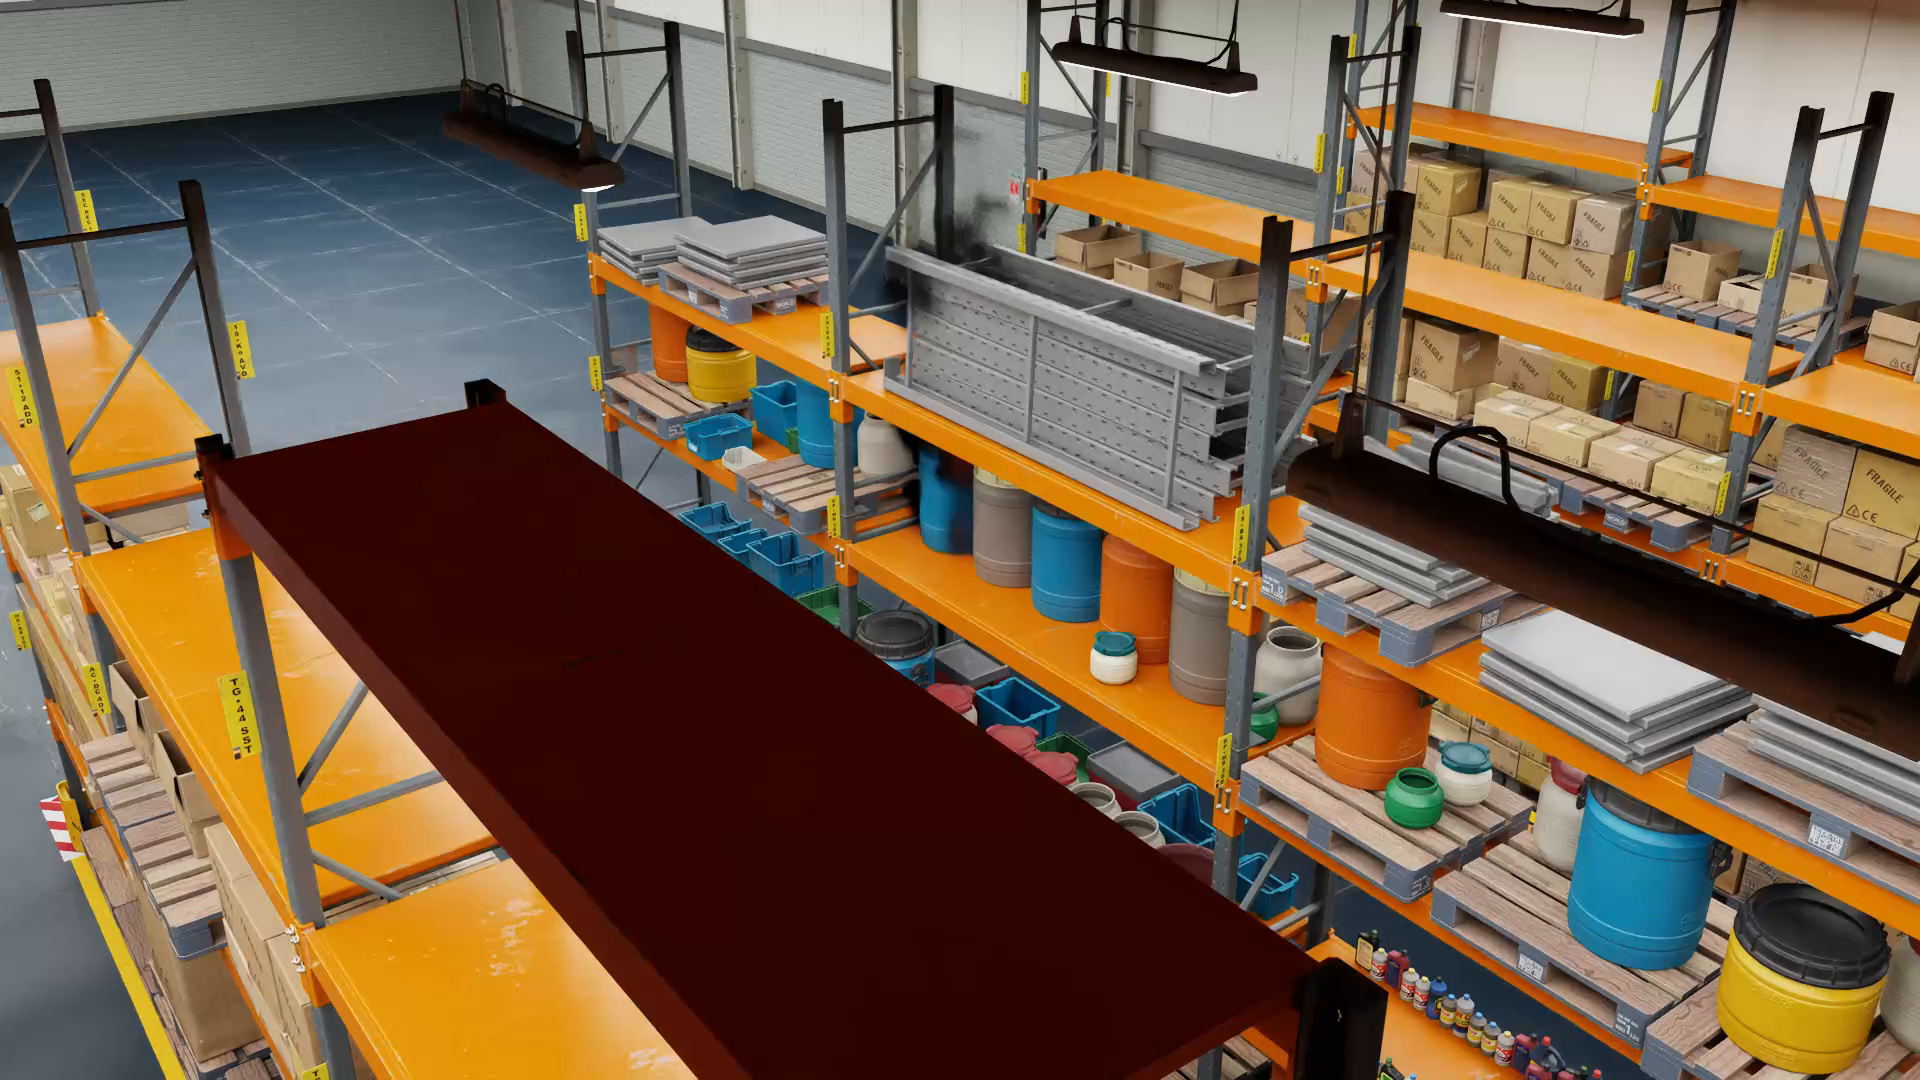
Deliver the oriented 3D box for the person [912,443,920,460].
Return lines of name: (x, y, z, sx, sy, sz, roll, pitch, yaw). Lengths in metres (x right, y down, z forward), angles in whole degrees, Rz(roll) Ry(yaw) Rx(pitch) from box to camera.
person: (-0.753, -1.474, 20.013, 0.998, 1.781, 0.670, -4, 25, -10)
